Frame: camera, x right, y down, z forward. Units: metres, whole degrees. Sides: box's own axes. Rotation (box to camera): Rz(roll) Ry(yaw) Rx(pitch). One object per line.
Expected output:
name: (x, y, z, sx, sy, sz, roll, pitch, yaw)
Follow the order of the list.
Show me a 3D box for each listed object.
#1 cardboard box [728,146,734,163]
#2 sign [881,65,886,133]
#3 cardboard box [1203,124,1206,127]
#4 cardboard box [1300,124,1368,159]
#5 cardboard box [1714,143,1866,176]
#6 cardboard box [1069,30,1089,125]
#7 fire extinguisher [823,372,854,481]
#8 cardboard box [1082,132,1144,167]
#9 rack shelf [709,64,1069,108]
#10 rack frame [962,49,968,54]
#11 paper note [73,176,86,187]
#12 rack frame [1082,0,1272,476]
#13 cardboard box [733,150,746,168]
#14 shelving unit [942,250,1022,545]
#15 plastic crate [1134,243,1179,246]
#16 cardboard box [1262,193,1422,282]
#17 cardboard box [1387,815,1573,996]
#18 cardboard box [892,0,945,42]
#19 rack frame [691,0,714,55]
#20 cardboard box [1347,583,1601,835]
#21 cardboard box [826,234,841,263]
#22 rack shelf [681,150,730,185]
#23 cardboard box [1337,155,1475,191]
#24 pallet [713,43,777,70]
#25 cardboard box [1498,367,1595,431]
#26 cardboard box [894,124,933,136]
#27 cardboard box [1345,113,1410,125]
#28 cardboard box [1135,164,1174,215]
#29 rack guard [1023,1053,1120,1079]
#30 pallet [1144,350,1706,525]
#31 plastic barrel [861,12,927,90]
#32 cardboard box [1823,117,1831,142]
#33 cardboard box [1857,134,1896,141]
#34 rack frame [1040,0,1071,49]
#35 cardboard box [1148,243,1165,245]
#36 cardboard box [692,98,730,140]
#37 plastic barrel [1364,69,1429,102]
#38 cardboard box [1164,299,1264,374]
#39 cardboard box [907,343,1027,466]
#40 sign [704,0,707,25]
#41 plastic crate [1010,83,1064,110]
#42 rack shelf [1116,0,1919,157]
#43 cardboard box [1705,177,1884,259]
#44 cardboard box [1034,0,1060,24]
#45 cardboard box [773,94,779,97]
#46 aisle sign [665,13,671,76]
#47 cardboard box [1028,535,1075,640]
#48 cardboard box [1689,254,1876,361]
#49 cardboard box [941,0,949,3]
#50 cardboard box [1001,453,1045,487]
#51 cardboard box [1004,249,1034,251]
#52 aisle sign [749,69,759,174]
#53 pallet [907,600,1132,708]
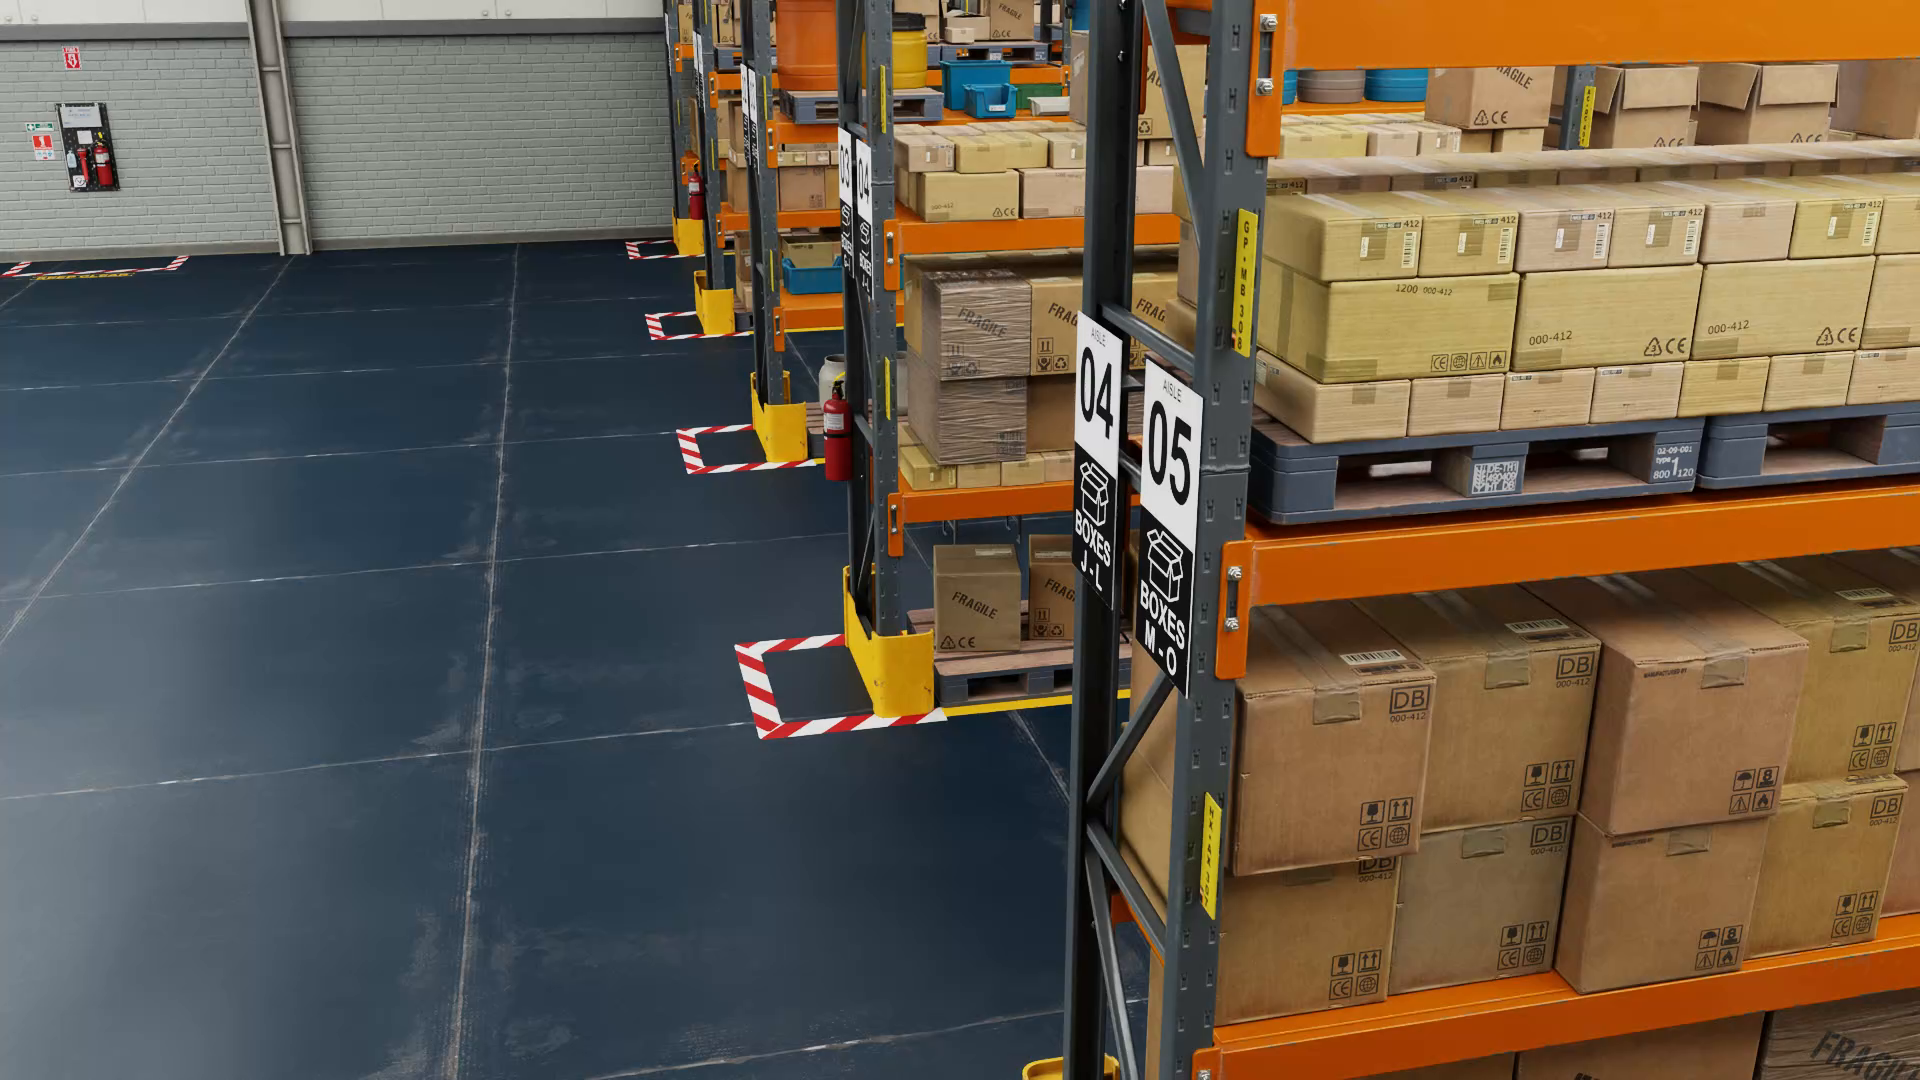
cardboard box: (-2.461, -4.349, 18.737, 0.250, 0.149, 0.380, -5, 21, -13)
sign: (-0.388, -2.224, 8.394, 0.005, 0.325, 0.100, -5, 21, -12)
cardboard box: (1.230, -2.345, 9.634, 0.250, 0.149, 0.380, -6, 21, -15)
cardboard box: (2.093, -2.241, 9.348, 0.250, 0.149, 0.380, -4, 20, -10)
cardboard box: (2.509, -1.109, 5.070, 0.250, 0.149, 0.380, -5, 21, -13)
cardboard box: (0.937, -2.624, 9.452, 0.500, 0.500, 0.500, -5, 21, -12)
fire extinguisher: (-0.731, -0.696, 9.966, 0.183, 0.674, 0.296, -5, 21, -12)
cardboard box: (0.819, -2.122, 9.023, 0.250, 0.149, 0.380, -5, 21, -13)
rack shelf: (-0.843, -5.132, 18.649, 4.000, 0.370, 1.077, -5, 21, -12)
rack frame: (-0.040, -5.878, 23.999, 0.127, 3.000, 1.000, -5, 21, -12)
paper note: (-11.891, -4.844, 22.457, 0.142, 0.148, 0.016, -5, 21, -12)
rack frame: (0.530, -1.736, 3.970, 0.127, 3.000, 1.000, -5, 21, -12)
cardboard box: (-2.358, -4.214, 18.368, 0.250, 0.149, 0.380, -5, 21, -13)
shelving unit: (0.161, -0.999, 11.989, 0.503, 2.100, 0.431, -5, 21, -12)
plastic crate: (1.701, -2.533, 14.960, 0.504, 0.338, 0.767, -5, 21, -12)
cardboard box: (0.928, -0.748, 4.084, 0.250, 0.149, 0.380, -4, 21, -12)
cardboard box: (1.411, 0.916, 5.236, 0.550, 0.550, 0.875, -5, 21, -12)
cardboard box: (-0.528, -5.852, 18.603, 0.637, 0.503, 0.797, -2, 20, -6)
rack frame: (-2.789, -6.720, 17.577, 0.127, 3.000, 1.000, -5, 21, -12)
cardboard box: (1.414, 0.413, 5.038, 0.550, 0.550, 0.875, -5, 21, -12)
cardboard box: (-1.246, -3.213, 19.023, 0.500, 0.500, 0.500, -5, 21, -12)
rack shelf: (-1.986, -5.382, 23.691, 4.000, 0.370, 1.077, -5, 21, -12)
cardboard box: (1.272, -1.008, 4.793, 0.250, 0.149, 0.380, -4, 21, -12)
pallet: (-2.095, -5.317, 18.237, 1.213, 0.211, 1.003, -5, 21, -12)
cardboard box: (1.429, -0.413, 4.330, 0.250, 0.149, 0.380, -5, 21, -12)
cardboard box: (-0.315, -2.239, 9.342, 0.250, 0.149, 0.380, -5, 21, -12)
cardboard box: (2.479, -2.448, 9.914, 0.250, 0.149, 0.380, -5, 21, -12)
cardboard box: (0.999, -1.957, 9.154, 0.500, 0.250, 0.500, -5, 21, -13)
rack guard: (0.506, 2.257, 5.427, 0.348, 0.500, 1.175, -5, 21, -12)
pallet: (1.249, -0.348, 4.671, 1.213, 0.211, 1.003, -5, 21, -12)
plastic barrel: (-0.573, -4.072, 13.824, 0.600, 0.588, 0.600, 0, 20, 0)
cardboard box: (5.181, -2.581, 10.369, 0.250, 0.166, 0.380, -5, 21, -14)
cardboard box: (5.897, -2.356, 10.242, 0.500, 0.250, 0.500, -4, 21, -11)
rack frame: (1.103, -7.037, 18.441, 0.127, 3.000, 1.000, -5, 21, -12)
cardboard box: (2.555, -3.418, 19.856, 0.500, 0.311, 0.500, -5, 21, -14)
cardboard box: (-3.399, -5.789, 22.857, 0.500, 0.500, 0.500, -5, 21, -12)
plastic barrel: (3.958, -4.422, 14.935, 0.708, 0.901, 0.600, -5, 21, -12)
cardboard box: (0.775, -0.593, 4.821, 0.250, 0.149, 0.380, -5, 21, -13)
cardboard box: (0.028, -0.808, 9.581, 0.500, 0.500, 0.875, -5, 21, -12)
sign: (-2.667, -5.573, 17.421, 0.005, 0.325, 0.100, -5, 21, -12)
plastic crate: (0.642, -3.837, 14.375, 0.450, 0.188, 0.336, -5, 21, -12)
rack shelf: (2.476, -1.368, 4.595, 4.000, 0.370, 1.077, -5, 21, -12)
cardboard box: (2.165, -0.848, 4.357, 0.250, 0.149, 0.380, -5, 21, -13)
cardboard box: (1.110, -7.507, 23.604, 0.500, 0.311, 0.500, -4, 20, -11)
cardboard box: (-2.529, -6.040, 23.540, 0.500, 0.500, 0.500, -5, 21, -14)
aisle sign: (-3.934, -6.676, 22.398, 0.004, 0.787, 0.394, -5, 21, -12)
cardboard box: (0.672, 0.287, 10.194, 0.500, 0.500, 0.500, 1, 20, 2)
cardboard box: (2.043, -0.674, 4.461, 0.500, 0.250, 0.500, -5, 21, -13)
cardboard box: (-0.465, -7.682, 22.934, 0.500, 0.500, 0.500, -6, 21, -17)
cardboard box: (0.313, -0.440, 9.520, 0.250, 0.149, 0.380, -5, 21, -12)
cardboard box: (0.580, -3.546, 19.931, 0.500, 0.500, 0.500, -5, 21, -12)
aisle sign: (-1.656, -3.362, 13.352, 0.004, 0.787, 0.394, -5, 21, -12)
pallet: (0.359, 0.664, 10.195, 1.213, 0.211, 1.003, -5, 21, -12)
